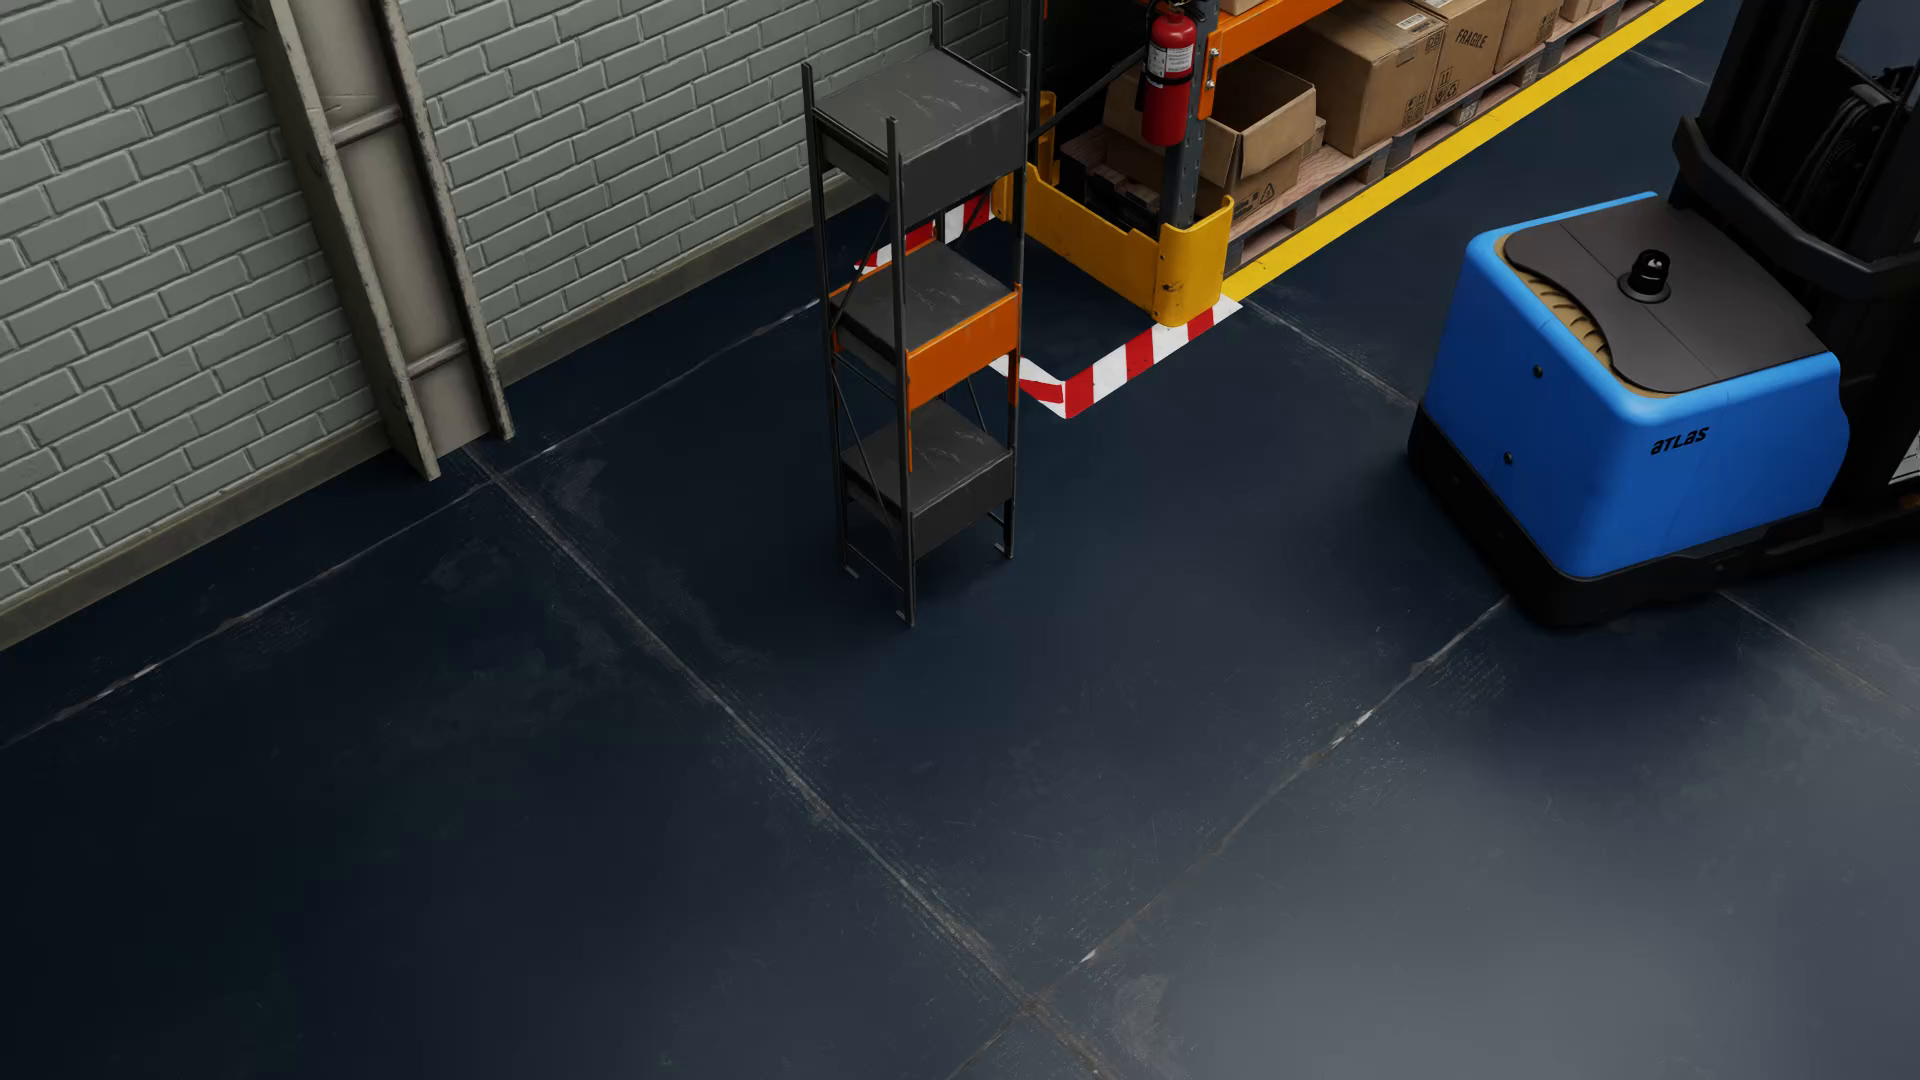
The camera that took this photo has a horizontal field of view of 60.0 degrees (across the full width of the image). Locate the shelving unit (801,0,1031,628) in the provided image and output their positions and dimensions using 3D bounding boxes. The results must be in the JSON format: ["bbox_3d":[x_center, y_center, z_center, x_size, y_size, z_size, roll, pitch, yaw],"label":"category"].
[{"bbox_3d":[-0.122,-0.630,5.403,0.503,2.100,0.431,-34,56,-27],"label":"shelving unit"}]

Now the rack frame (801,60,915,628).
[{"bbox_3d":[-0.303,-0.510,5.291,0.015,2.100,0.400,-34,56,-27],"label":"rack frame"}]

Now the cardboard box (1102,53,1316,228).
[{"bbox_3d":[1.097,-1.815,7.296,0.637,0.503,0.797,-36,57,-28],"label":"cardboard box"}]

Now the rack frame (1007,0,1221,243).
[{"bbox_3d":[0.580,-2.268,6.301,0.127,3.000,1.000,-34,56,-27],"label":"rack frame"}]

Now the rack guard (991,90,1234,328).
[{"bbox_3d":[0.637,-1.458,7.255,0.348,0.500,1.175,-34,56,-27],"label":"rack guard"}]

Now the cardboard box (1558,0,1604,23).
[{"bbox_3d":[3.061,-2.849,8.412,0.258,0.266,0.396,-32,55,-26],"label":"cardboard box"}]

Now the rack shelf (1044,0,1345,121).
[{"bbox_3d":[2.060,-3.013,7.478,4.000,0.370,1.077,-34,56,-27],"label":"rack shelf"}]

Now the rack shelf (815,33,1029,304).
[{"bbox_3d":[-0.122,-1.096,4.898,0.480,0.518,0.431,-34,56,-27],"label":"rack shelf"}]

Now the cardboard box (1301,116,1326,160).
[{"bbox_3d":[1.437,-1.883,7.601,0.250,0.149,0.380,-36,57,-28],"label":"cardboard box"}]

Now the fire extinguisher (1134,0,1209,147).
[{"bbox_3d":[0.783,-1.791,6.168,0.183,0.674,0.296,-34,56,-27],"label":"fire extinguisher"}]

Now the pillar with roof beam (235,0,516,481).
[{"bbox_3d":[0.875,-1.118,1.159,0.400,9.000,9.100,-34,56,-27],"label":"pillar with roof beam"}]

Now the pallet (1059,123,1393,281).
[{"bbox_3d":[1.226,-1.754,7.725,1.213,0.211,1.003,-34,56,-27],"label":"pallet"}]

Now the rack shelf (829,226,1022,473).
[{"bbox_3d":[-0.122,-0.621,5.413,0.480,0.518,0.431,-34,56,-27],"label":"rack shelf"}]

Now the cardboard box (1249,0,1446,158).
[{"bbox_3d":[1.755,-2.215,7.668,0.500,0.500,0.700,-32,55,-26],"label":"cardboard box"}]

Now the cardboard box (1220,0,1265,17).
[{"bbox_3d":[1.008,-2.196,6.406,0.250,0.149,0.380,-34,56,-27],"label":"cardboard box"}]

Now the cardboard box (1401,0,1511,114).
[{"bbox_3d":[2.214,-2.422,7.859,0.500,0.500,0.500,-33,55,-27],"label":"cardboard box"}]

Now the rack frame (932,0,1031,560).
[{"bbox_3d":[0.058,-0.751,5.514,0.015,2.100,0.400,-34,56,-27],"label":"rack frame"}]

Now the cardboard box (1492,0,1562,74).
[{"bbox_3d":[2.523,-2.728,8.141,0.500,0.500,0.700,-36,57,-28],"label":"cardboard box"}]

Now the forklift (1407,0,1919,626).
[{"bbox_3d":[3.314,-1.370,5.520,3.031,2.935,1.130,-15,49,-14],"label":"forklift"}]

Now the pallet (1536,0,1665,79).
[{"bbox_3d":[3.031,-2.961,8.838,1.213,0.211,1.003,-34,56,-27],"label":"pallet"}]

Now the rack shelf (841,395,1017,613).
[{"bbox_3d":[-0.122,-0.146,5.927,0.480,0.518,0.431,-34,56,-27],"label":"rack shelf"}]

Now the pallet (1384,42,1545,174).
[{"bbox_3d":[2.128,-2.354,8.279,1.213,0.211,1.003,-34,56,-27],"label":"pallet"}]
